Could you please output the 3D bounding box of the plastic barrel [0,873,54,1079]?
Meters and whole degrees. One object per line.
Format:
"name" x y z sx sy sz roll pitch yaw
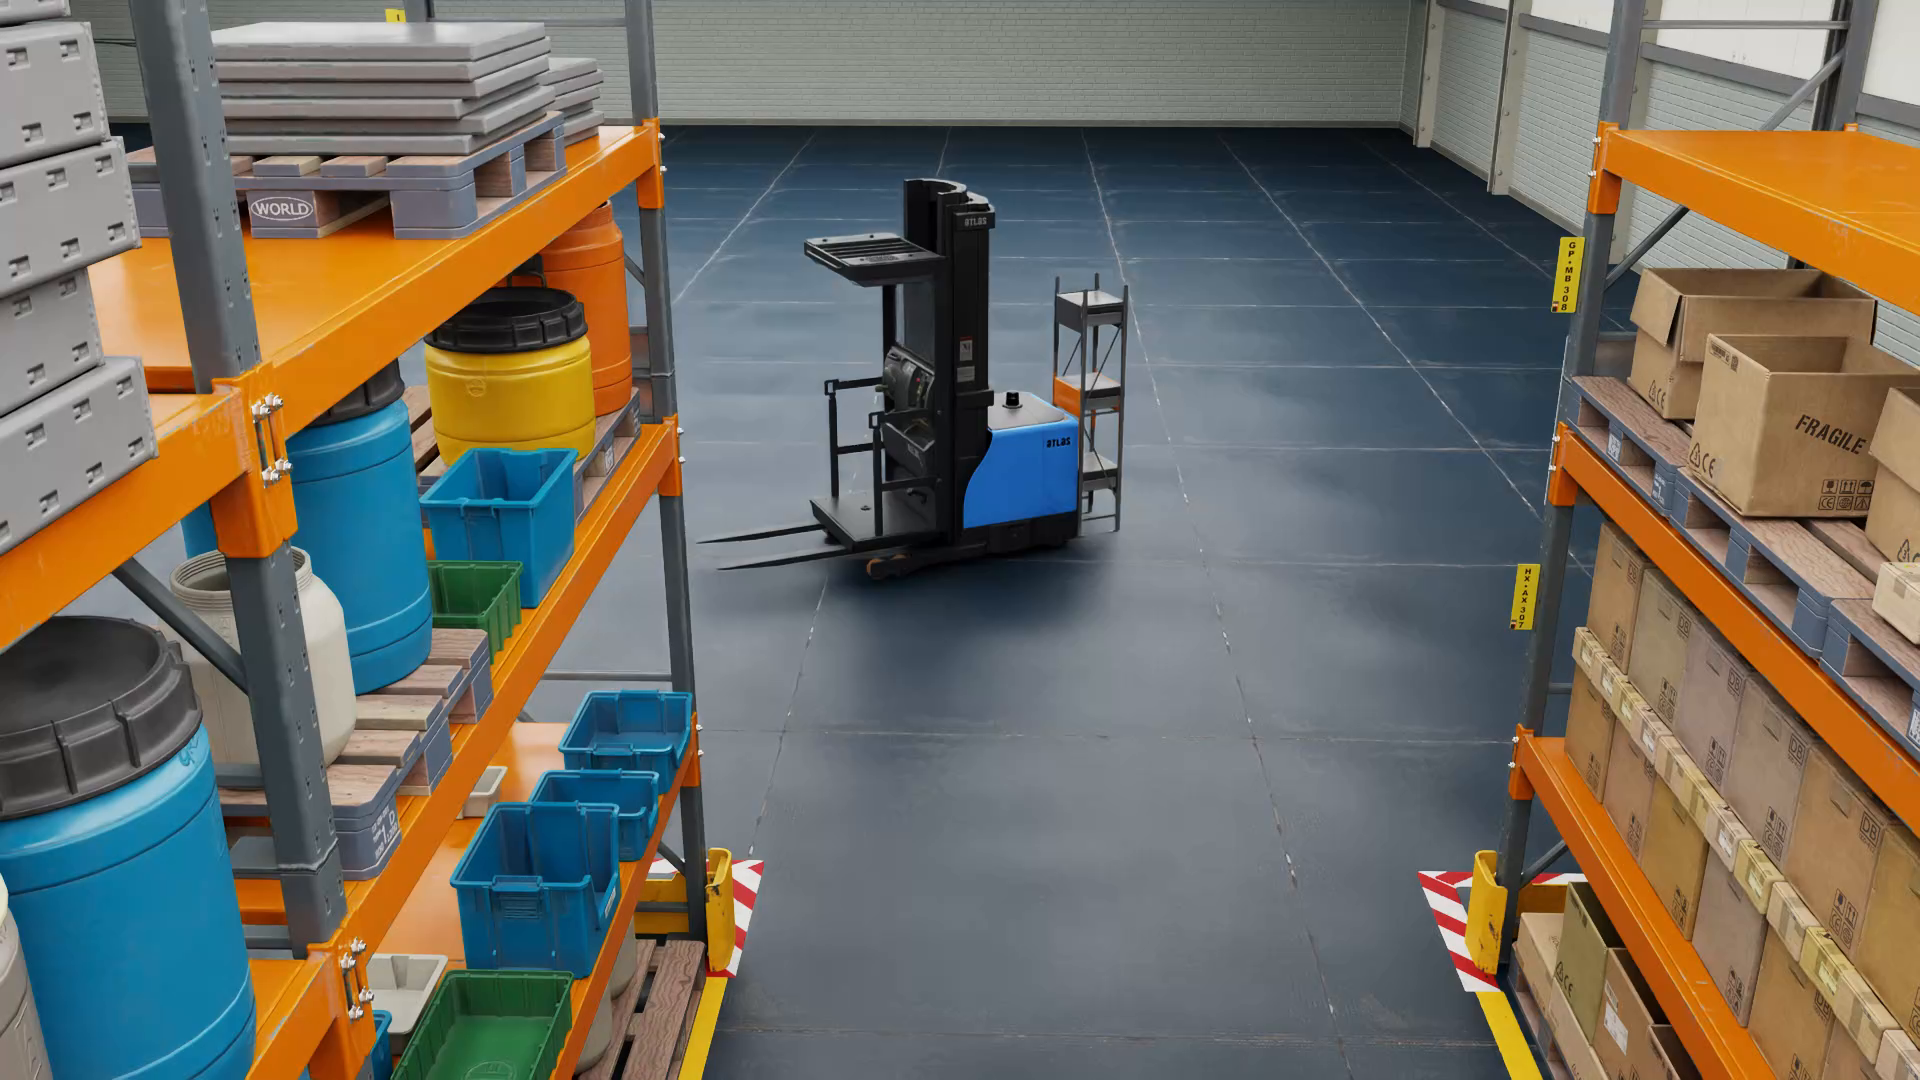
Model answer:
"plastic barrel" -1.724 0.894 2.533 0.600 0.901 0.600 0 21 0

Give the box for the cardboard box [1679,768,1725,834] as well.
"cardboard box" 2.903 0.969 6.144 0.380 0.149 0.250 0 21 1

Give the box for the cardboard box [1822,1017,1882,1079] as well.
"cardboard box" 3.063 1.761 4.999 0.700 0.500 0.500 0 21 1

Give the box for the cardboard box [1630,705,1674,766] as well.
"cardboard box" 2.916 0.780 6.631 0.380 0.149 0.250 0 21 1

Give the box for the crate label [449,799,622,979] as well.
"crate label" -1.569 1.309 6.254 0.502 0.435 0.616 1 21 2

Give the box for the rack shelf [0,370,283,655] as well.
"rack shelf" -1.966 0.551 1.509 1.077 0.370 4.000 1 21 2

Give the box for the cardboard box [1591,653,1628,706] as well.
"cardboard box" 2.935 0.598 7.098 0.380 0.149 0.250 0 21 0

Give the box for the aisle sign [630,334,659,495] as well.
"aisle sign" -1.484 -0.578 7.572 0.394 0.787 0.004 1 21 2

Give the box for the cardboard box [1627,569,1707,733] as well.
"cardboard box" 3.128 0.439 6.612 0.700 0.500 0.500 0 21 0

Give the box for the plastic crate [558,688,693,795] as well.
"plastic crate" -1.500 0.910 7.535 0.499 0.251 0.616 1 21 2

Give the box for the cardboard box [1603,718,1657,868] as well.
"cardboard box" 3.129 1.024 6.897 0.700 0.500 0.500 1 21 3

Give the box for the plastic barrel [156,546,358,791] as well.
"plastic barrel" -1.696 0.303 4.013 0.421 0.512 0.421 0 21 0

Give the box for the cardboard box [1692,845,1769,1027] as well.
"cardboard box" 3.096 1.394 5.944 0.700 0.500 0.500 1 21 3

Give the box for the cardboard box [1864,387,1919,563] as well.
"cardboard box" 3.222 -0.143 4.980 0.797 0.503 0.637 3 21 8

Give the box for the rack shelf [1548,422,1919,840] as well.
"rack shelf" 3.107 0.373 5.563 1.077 0.370 4.000 1 21 2

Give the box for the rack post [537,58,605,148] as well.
"rack post" -1.934 -1.635 6.288 0.937 0.300 0.954 3 21 7

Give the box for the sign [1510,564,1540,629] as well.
"sign" 2.613 0.264 7.690 0.100 0.325 0.005 1 21 2

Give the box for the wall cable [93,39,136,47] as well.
"wall cable" -20.199 -12.565 38.058 3.097 2.526 0.112 1 21 2

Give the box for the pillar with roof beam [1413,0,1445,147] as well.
"pillar with roof beam" 5.572 -12.663 34.018 9.100 9.000 0.400 1 21 2

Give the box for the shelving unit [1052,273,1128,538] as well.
"shelving unit" 1.059 -1.109 13.778 0.431 2.100 0.503 -9 23 -22

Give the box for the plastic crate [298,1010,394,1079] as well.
"plastic crate" -2.143 1.769 5.322 0.499 0.251 0.616 1 21 2

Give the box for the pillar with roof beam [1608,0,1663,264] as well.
"pillar with roof beam" 5.207 -8.324 22.836 9.100 9.000 0.400 1 21 2

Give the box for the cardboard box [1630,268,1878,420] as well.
"cardboard box" 3.146 -0.787 6.641 0.797 0.503 0.637 2 21 5

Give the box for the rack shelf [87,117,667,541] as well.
"rack shelf" -1.844 -0.895 5.237 1.077 0.370 4.000 1 21 2

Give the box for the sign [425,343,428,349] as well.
"sign" -2.333 -0.754 7.459 0.100 0.325 0.005 1 21 2

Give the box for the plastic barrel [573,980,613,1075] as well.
"plastic barrel" -1.742 2.041 7.275 0.421 0.512 0.421 0 21 0

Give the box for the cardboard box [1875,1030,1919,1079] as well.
"cardboard box" 2.855 1.525 4.710 0.380 0.149 0.250 0 21 0

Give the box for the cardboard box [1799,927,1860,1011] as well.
"cardboard box" 2.873 1.341 5.184 0.380 0.149 0.250 1 21 1

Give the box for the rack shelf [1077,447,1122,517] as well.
"rack shelf" 1.059 -0.444 14.036 0.431 0.518 0.480 -9 23 -22

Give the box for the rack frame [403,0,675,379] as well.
"rack frame" -1.783 -2.140 6.898 1.000 3.000 0.127 1 21 2

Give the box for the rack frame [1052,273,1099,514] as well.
"rack frame" 0.960 -1.190 13.986 0.400 2.100 0.015 -9 23 -22

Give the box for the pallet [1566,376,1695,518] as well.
"pallet" 3.120 -0.389 6.655 1.003 0.211 1.213 1 21 2

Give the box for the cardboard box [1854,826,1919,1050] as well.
"cardboard box" 3.067 1.164 4.744 0.700 0.500 0.500 1 21 1

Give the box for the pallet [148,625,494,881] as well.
"pallet" -1.981 0.531 4.423 1.213 0.211 1.003 1 21 2

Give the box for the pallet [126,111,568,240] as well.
"pallet" -1.873 -1.160 5.186 1.003 0.211 1.213 1 21 2

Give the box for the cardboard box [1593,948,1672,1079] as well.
"cardboard box" 2.913 2.002 6.699 0.500 0.500 0.500 1 21 2

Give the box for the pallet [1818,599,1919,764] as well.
"pallet" 3.046 0.493 4.381 1.003 0.211 1.213 1 21 2

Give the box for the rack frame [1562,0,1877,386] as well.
"rack frame" 3.167 -2.084 6.754 1.000 3.000 0.127 1 21 2

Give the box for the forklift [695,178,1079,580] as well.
"forklift" -0.591 -1.271 13.046 3.031 2.935 1.130 -9 23 -22

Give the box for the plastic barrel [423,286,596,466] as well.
"plastic barrel" -1.691 -0.612 6.265 0.600 0.588 0.600 0 21 0

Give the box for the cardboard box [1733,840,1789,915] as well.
"cardboard box" 2.885 1.154 5.667 0.380 0.149 0.250 1 21 3

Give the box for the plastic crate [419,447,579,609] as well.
"plastic crate" -1.541 -0.042 5.658 0.392 0.384 0.575 1 21 2

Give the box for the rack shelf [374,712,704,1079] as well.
"rack shelf" -1.844 1.715 6.250 1.077 0.370 4.000 1 21 2

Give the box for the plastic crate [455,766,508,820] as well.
"plastic crate" -2.132 1.100 7.206 0.298 0.136 0.250 1 21 2

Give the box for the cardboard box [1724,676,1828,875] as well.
"cardboard box" 3.099 0.802 5.676 0.700 0.500 0.500 1 21 2

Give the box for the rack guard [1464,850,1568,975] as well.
"rack guard" 3.168 1.869 8.314 1.175 0.500 0.348 1 21 2

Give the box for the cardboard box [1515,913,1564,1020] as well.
"cardboard box" 2.929 1.990 7.767 0.500 0.250 0.500 1 21 2

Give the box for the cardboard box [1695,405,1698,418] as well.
"cardboard box" 2.955 -0.406 6.150 0.380 0.149 0.250 1 21 2

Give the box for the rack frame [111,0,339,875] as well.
"rack frame" -1.905 -0.694 3.171 1.000 3.000 0.127 1 21 2

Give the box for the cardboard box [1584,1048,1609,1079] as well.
"cardboard box" 2.902 2.352 6.835 0.500 0.250 0.500 1 21 2
